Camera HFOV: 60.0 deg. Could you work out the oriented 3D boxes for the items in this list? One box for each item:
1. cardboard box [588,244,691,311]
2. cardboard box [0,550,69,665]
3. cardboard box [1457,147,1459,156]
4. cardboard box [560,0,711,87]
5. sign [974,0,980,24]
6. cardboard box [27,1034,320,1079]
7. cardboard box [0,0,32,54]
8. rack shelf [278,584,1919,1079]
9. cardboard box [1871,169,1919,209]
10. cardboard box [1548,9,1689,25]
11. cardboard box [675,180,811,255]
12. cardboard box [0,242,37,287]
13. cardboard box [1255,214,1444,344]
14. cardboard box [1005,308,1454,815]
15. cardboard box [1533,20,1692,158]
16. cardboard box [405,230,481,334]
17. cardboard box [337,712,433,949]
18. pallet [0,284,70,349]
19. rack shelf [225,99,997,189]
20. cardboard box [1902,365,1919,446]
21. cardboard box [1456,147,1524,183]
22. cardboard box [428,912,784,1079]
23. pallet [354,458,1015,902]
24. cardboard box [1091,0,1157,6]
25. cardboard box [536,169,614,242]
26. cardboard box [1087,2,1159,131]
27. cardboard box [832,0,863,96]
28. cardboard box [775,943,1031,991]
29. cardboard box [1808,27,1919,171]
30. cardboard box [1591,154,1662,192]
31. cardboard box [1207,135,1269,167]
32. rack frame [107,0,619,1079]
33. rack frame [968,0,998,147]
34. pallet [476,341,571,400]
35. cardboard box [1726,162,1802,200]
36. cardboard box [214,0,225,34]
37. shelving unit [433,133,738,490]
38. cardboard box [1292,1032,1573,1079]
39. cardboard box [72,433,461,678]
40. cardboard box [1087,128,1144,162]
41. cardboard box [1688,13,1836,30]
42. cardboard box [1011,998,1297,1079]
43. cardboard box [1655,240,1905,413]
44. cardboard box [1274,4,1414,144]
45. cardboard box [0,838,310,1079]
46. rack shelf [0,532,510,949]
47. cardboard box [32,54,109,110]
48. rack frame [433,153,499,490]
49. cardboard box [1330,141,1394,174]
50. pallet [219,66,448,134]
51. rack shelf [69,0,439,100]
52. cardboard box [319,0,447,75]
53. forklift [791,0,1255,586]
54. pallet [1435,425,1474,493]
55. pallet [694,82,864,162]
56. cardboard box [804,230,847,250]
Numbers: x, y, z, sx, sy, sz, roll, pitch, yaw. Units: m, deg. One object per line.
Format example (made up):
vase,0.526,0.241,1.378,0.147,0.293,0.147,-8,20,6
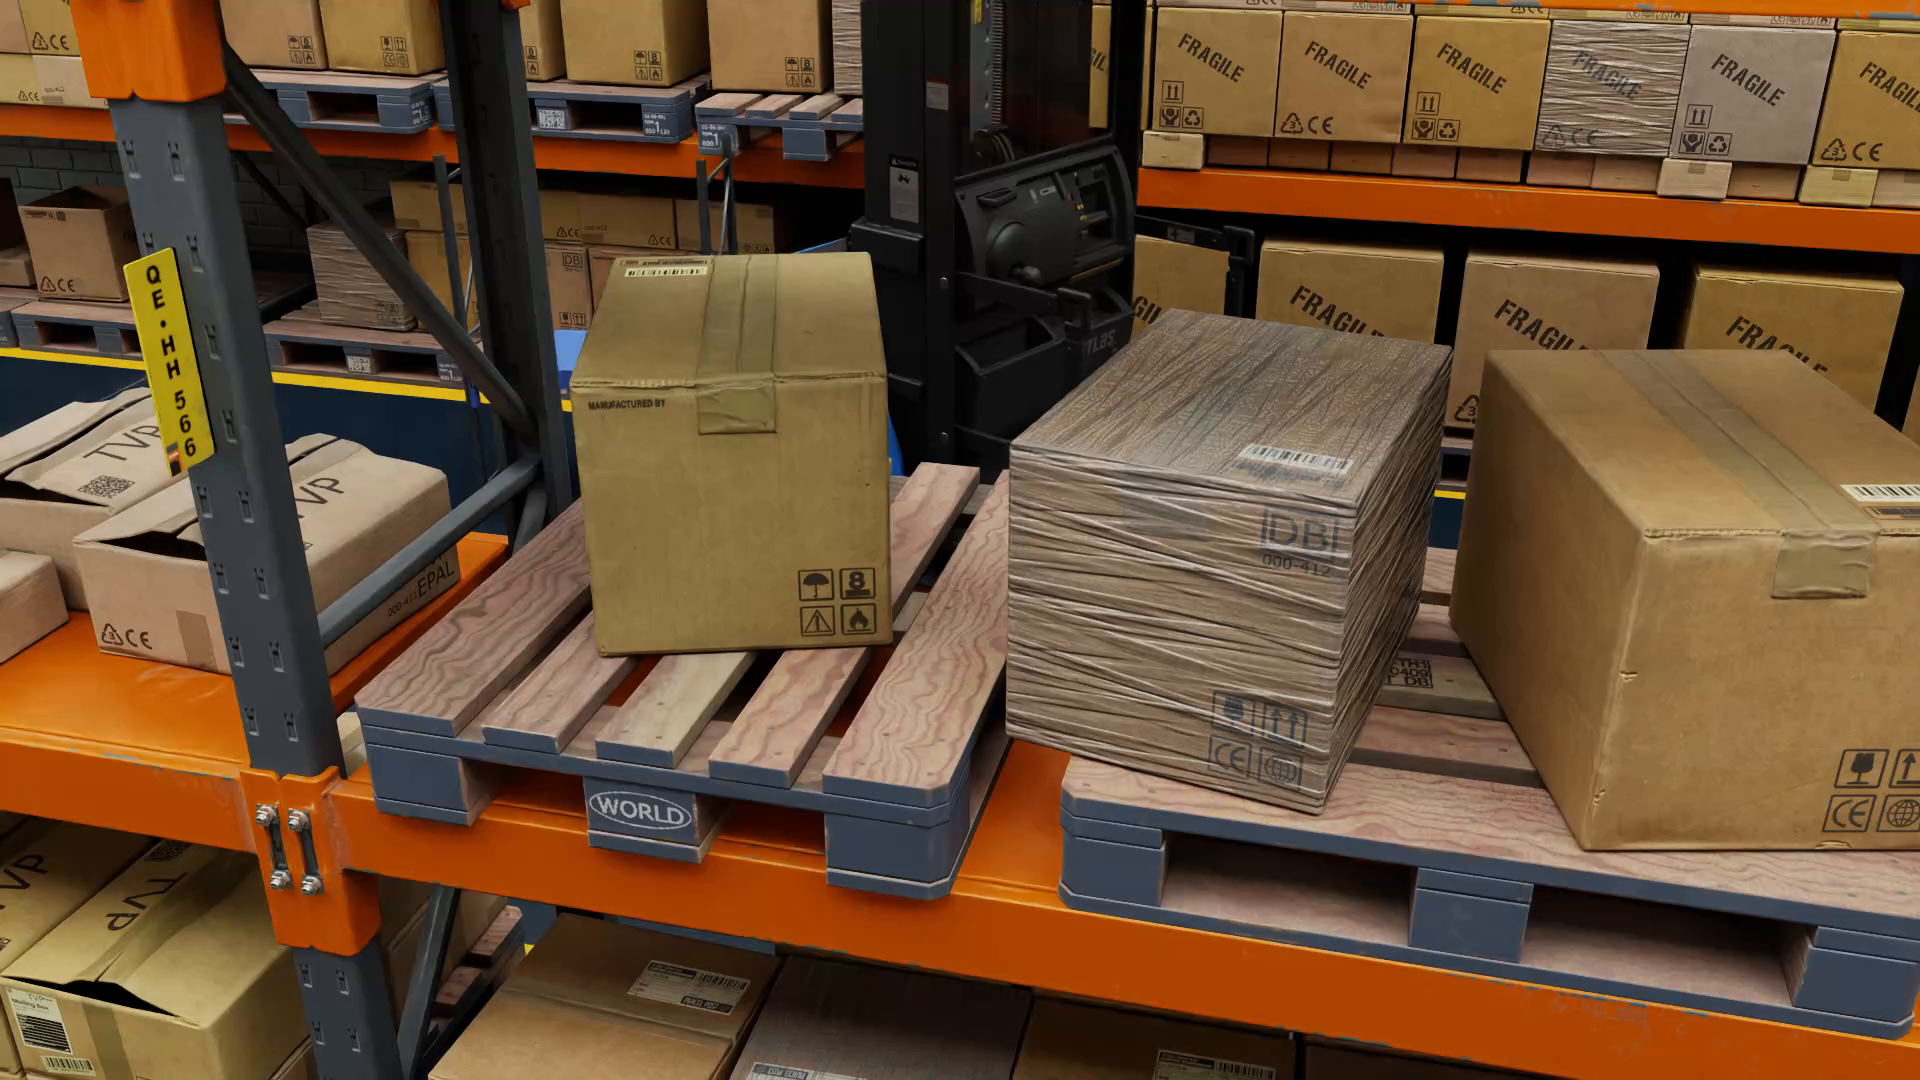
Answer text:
cardboard box,-1.471,-1.302,8.392,0.500,0.500,0.700,6,26,13
cardboard box,-1.973,0.163,3.211,0.250,0.149,0.380,6,26,13
cardboard box,2.306,-1.786,7.281,0.250,0.149,0.380,6,26,12
cardboard box,-1.472,-2.446,7.770,0.500,0.500,0.700,6,26,13
sign,0.071,-2.292,6.820,0.005,0.325,0.100,6,26,13
cardboard box,-1.603,1.128,3.602,0.500,0.250,0.500,7,26,14
cardboard box,-4.696,-2.713,8.238,0.500,0.500,0.500,6,26,13
rack shelf,0.904,0.569,2.901,4.000,0.370,1.077,6,26,13
cardboard box,3.673,-1.418,6.508,0.250,0.149,0.380,7,26,13
cardboard box,2.569,-2.188,6.498,0.500,0.250,0.500,7,26,14
cardboard box,-1.049,-1.583,8.110,0.500,0.250,0.500,7,26,14
cardboard box,-5.221,-1.551,9.324,0.250,0.149,0.380,4,26,9
cardboard box,1.724,-1.021,7.418,0.750,0.750,0.750,6,26,13
cardboard box,0.444,-0.006,2.669,0.500,0.500,0.700,11,28,23
cardboard box,2.581,-1.845,6.649,0.500,0.500,0.500,6,26,13
cardboard box,-2.447,-1.424,8.648,0.500,0.500,0.700,6,26,12
cardboard box,-1.467,0.651,3.951,0.500,0.311,0.500,7,26,15
pallet,-5.521,-1.388,9.420,1.213,0.211,1.003,6,26,13
rack shelf,-1.740,-1.921,8.133,4.000,0.370,1.077,6,26,13
cardboard box,1.756,0.033,2.586,0.500,0.500,0.700,11,27,21
cardboard box,2.200,-1.605,6.901,0.250,0.149,0.380,7,26,15
cardboard box,-0.663,1.128,3.287,0.500,0.500,0.500,7,26,15
pallet,-0.359,0.161,3.146,1.003,0.211,1.213,6,26,13
cardboard box,0.601,-2.400,6.944,0.500,0.250,0.500,7,26,14
cardboard box,-2.027,-1.697,8.349,0.500,0.250,0.500,6,26,11
cardboard box,0.604,-2.062,7.106,0.500,0.500,0.500,7,26,15
cardboard box,-0.260,-2.322,7.510,0.500,0.500,0.700,3,26,7
cardboard box,-0.068,0.963,3.634,0.500,0.500,0.500,7,26,15
cardboard box,3.562,-1.737,6.423,0.500,0.500,0.500,6,26,12
cardboard box,2.693,-1.539,6.762,0.250,0.149,0.380,6,26,13
cardboard box,1.211,-1.726,7.155,0.250,0.149,0.380,6,26,12
rack frame,-1.033,0.031,3.196,0.127,3.000,1.000,6,26,13
rack frame,0.197,-2.032,7.529,0.127,3.000,1.000,6,26,13
pallet,-1.737,-0.989,8.581,1.213,0.211,1.003,6,26,13
cardboard box,3.184,-1.482,6.641,0.250,0.149,0.380,7,26,15
cardboard box,-4.080,-2.878,8.583,0.500,0.500,0.500,6,26,12
shelving unit,-1.468,-0.876,6.846,1.048,1.500,0.538,2,26,4
cardboard box,0.942,1.072,3.405,0.500,0.500,0.500,5,26,11
cardboard box,-1.374,0.014,3.335,0.500,0.311,0.500,8,27,16
cardboard box,0.700,-1.765,7.238,0.250,0.149,0.380,7,26,14
cardboard box,3.063,-2.133,6.383,0.500,0.250,0.500,7,26,14
cardboard box,0.330,1.238,3.057,0.500,0.500,0.500,6,26,12
cardboard box,3.410,-0.838,7.034,0.750,0.750,0.750,7,26,14
cardboard box,1.589,-1.949,6.868,0.500,0.500,0.500,6,26,13
cardboard box,-1.601,0.876,3.479,0.500,0.311,0.500,7,26,14
rack shelf,-2.970,0.141,3.801,4.000,0.370,1.077,6,26,13
cardboard box,-4.211,-2.326,8.298,0.500,0.250,0.500,6,26,13
rack frame,-1.974,-0.895,6.885,0.032,1.500,0.500,2,26,4
cardboard box,1.712,-1.670,7.037,0.250,0.149,0.380,7,26,14
pallet,-2.973,-2.231,8.170,1.213,0.211,1.003,6,26,13
rack shelf,-2.970,-1.213,3.156,4.000,0.370,1.077,6,26,13
cardboard box,-2.653,-2.573,8.036,0.500,0.500,0.700,9,27,18
forklift,0.472,-1.112,5.676,3.031,2.935,1.130,20,32,35
pallet,2.120,-0.526,7.609,1.213,0.211,1.003,6,26,13
pallet,-0.519,-1.977,7.637,1.003,0.211,1.213,6,26,13
cardboard box,-0.513,-1.158,8.088,0.500,0.500,0.700,7,26,14
